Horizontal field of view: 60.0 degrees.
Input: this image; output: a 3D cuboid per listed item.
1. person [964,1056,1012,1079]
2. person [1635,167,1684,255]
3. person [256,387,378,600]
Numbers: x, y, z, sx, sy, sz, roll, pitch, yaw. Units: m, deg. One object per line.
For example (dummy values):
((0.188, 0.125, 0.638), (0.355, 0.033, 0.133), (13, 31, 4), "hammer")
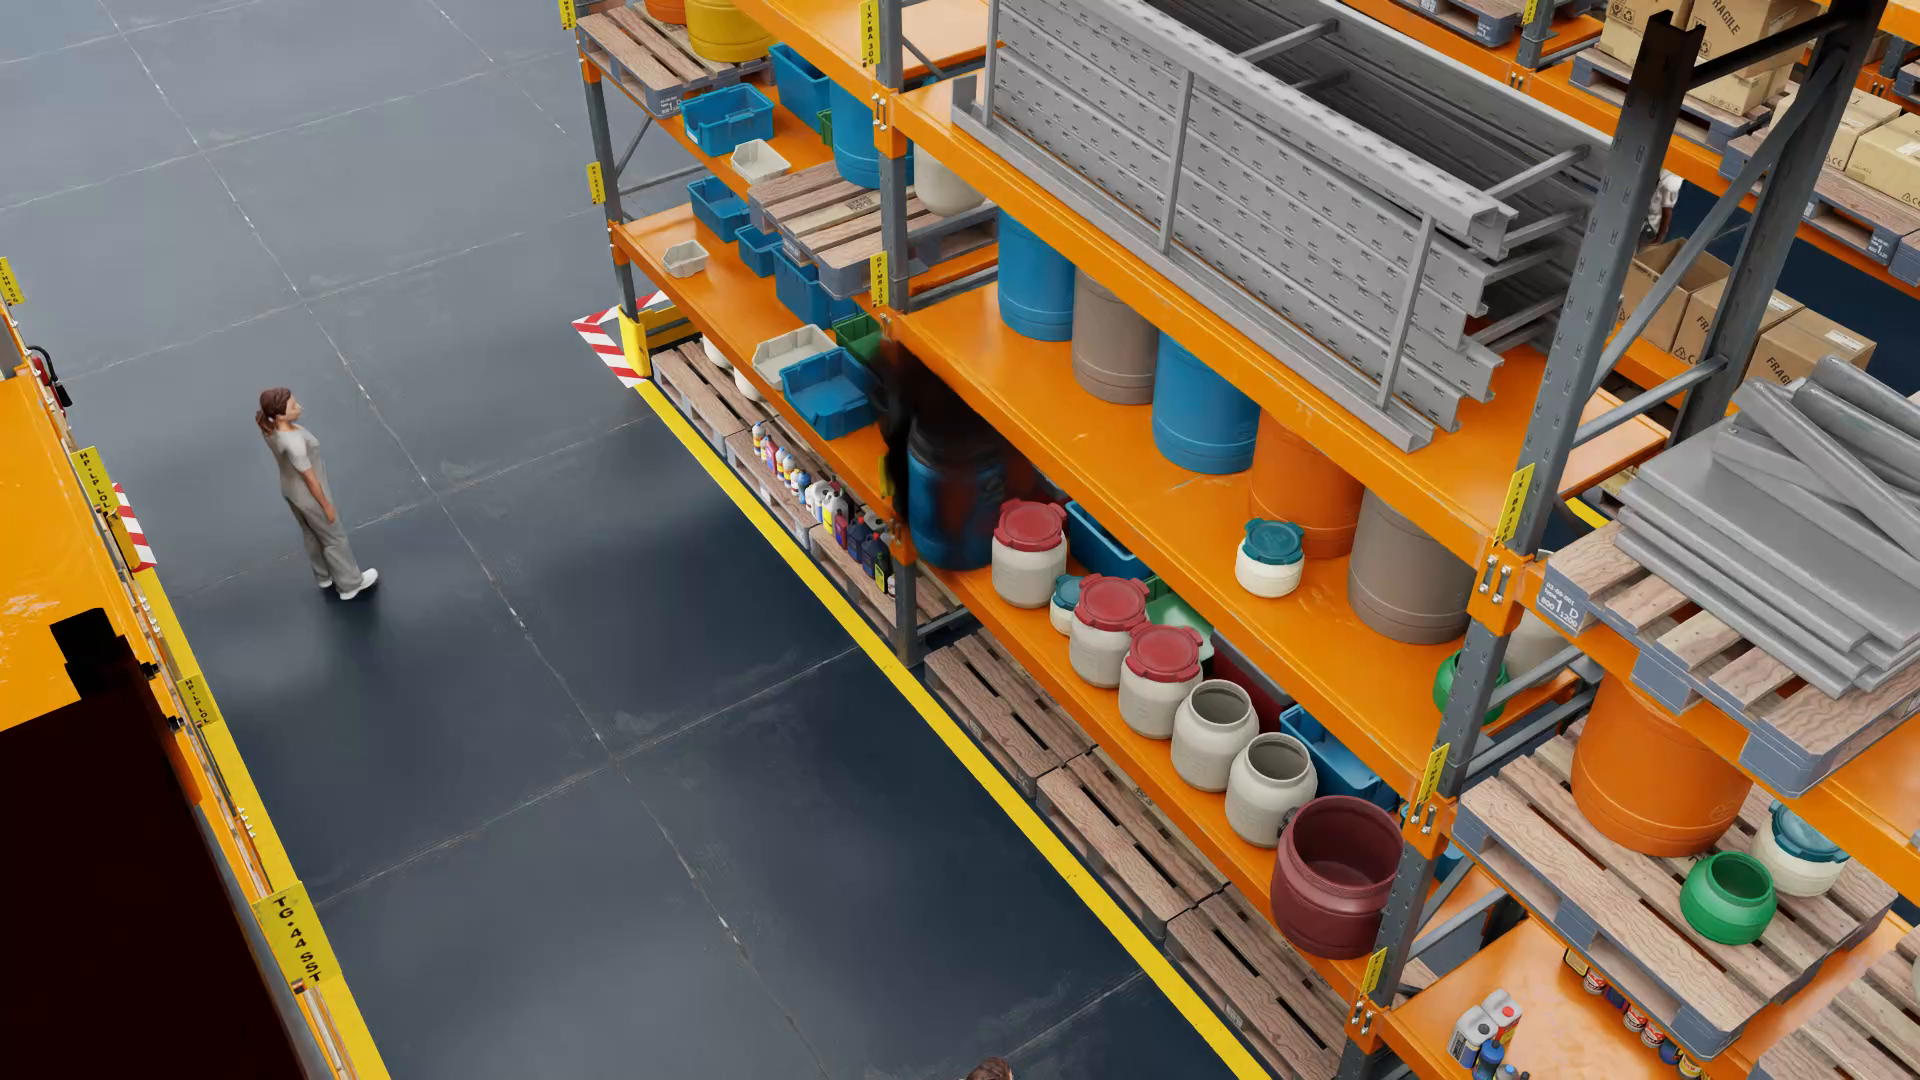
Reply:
((0.126, 2.708, 7.141), (0.369, 1.684, 0.522), (-25, 48, -25), "person")
((5.414, -2.473, 13.231), (0.378, 1.681, 0.507), (2, 43, 3), "person")
((-4.217, -0.318, 10.856), (0.489, 1.675, 0.398), (33, 52, 31), "person")
